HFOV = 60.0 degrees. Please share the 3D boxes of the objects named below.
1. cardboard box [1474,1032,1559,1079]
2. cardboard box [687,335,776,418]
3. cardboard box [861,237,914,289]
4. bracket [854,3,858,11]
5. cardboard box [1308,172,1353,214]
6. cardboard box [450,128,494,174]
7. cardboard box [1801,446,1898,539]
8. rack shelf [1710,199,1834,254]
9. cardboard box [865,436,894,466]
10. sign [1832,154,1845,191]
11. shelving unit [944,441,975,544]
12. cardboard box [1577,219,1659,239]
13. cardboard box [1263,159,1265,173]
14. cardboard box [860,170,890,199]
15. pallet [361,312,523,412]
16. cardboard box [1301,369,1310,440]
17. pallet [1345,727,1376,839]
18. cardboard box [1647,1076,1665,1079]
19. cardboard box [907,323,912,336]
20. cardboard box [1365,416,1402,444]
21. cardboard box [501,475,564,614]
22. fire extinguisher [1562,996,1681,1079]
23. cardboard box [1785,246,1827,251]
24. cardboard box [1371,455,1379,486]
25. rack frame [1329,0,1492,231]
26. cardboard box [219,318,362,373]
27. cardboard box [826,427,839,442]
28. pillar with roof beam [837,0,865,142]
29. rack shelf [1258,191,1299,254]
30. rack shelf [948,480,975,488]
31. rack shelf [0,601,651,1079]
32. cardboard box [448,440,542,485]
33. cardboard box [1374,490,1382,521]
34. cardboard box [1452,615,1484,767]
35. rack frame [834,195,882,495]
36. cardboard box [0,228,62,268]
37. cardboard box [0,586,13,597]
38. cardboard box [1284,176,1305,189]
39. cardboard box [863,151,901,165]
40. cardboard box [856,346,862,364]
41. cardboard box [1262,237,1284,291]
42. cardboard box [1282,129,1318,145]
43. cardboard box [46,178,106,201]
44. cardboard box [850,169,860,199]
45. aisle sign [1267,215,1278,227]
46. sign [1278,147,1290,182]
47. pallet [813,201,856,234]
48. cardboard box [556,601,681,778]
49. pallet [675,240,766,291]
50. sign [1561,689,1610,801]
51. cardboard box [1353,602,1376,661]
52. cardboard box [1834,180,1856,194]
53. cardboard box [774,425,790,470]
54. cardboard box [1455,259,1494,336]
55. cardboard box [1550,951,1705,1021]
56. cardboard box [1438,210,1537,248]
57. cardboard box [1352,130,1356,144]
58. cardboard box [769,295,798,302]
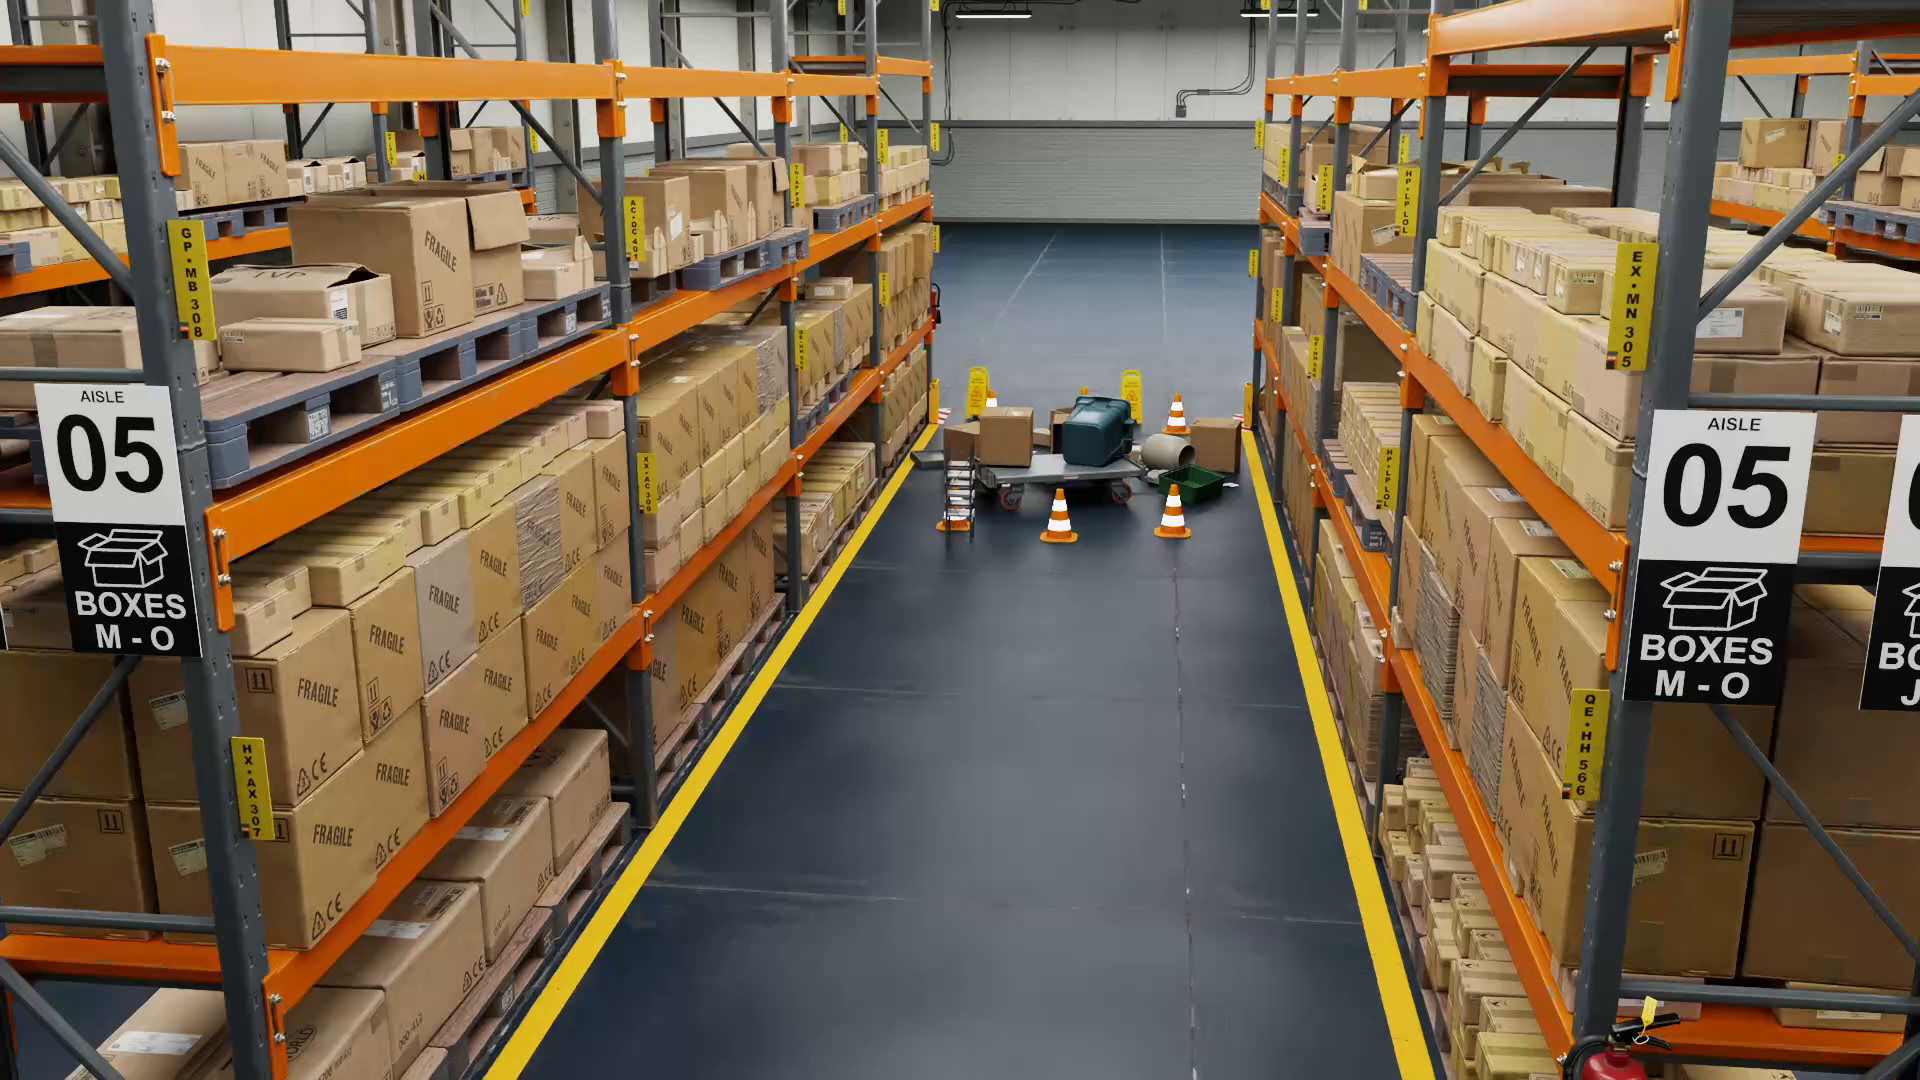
[{"bbox_3d":[2.070,1.906,5.970,0.380,0.149,0.250,1,15,5],"label":"cardboard box"},{"bbox_3d":[-1.601,-1.151,11.653,0.500,0.500,0.500,2,15,7],"label":"cardboard box"},{"bbox_3d":[-0.874,-2.976,17.833,0.700,0.500,0.500,1,15,5],"label":"cardboard box"},{"bbox_3d":[-3.066,-15.257,47.540,0.235,0.232,0.430,2,15,6],"label":"bracket"},{"bbox_3d":[2.997,-2.711,12.959,0.500,0.311,0.500,2,15,6],"label":"cardboard box"},{"bbox_3d":[-5.806,-4.478,19.129,0.700,0.500,0.500,2,15,7],"label":"cardboard box"},{"bbox_3d":[2.579,-0.185,4.729,0.500,0.250,0.500,2,15,8],"label":"cardboard box"},{"bbox_3d":[8.771,-3.260,17.192,1.077,0.370,4.000,2,15,6],"label":"rack shelf"},{"bbox_3d":[-0.967,-0.953,17.491,0.500,0.250,0.500,1,15,4],"label":"cardboard box"},{"bbox_3d":[8.005,-3.352,15.164,0.100,0.325,0.005,2,15,6],"label":"sign"},{"bbox_3d":[-0.001,-0.432,15.125,0.258,0.900,0.210,2,15,6],"label":"shelving unit"},{"bbox_3d":[2.809,-1.260,6.983,0.380,0.149,0.250,2,15,8],"label":"cardboard box"},{"bbox_3d":[3.722,-4.349,19.324,0.380,0.149,0.250,2,15,7],"label":"cardboard box"},{"bbox_3d":[-0.980,-3.558,16.632,0.500,0.250,0.500,1,15,5],"label":"cardboard box"},{"bbox_3d":[-2.447,-0.735,6.647,1.003,0.211,1.213,2,15,6],"label":"pallet"},{"bbox_3d":[3.018,-1.078,13.298,0.500,0.500,0.500,2,15,6],"label":"cardboard box"},{"bbox_3d":[2.812,1.406,9.646,1.003,0.211,1.213,2,15,6],"label":"pallet"},{"bbox_3d":[2.752,2.002,6.186,0.380,0.149,0.250,2,15,8],"label":"cardboard box"},{"bbox_3d":[-0.755,-2.412,18.904,0.380,0.149,0.250,2,15,6],"label":"cardboard box"},{"bbox_3d":[2.785,-0.689,10.589,0.380,0.149,0.250,2,15,8],"label":"cardboard box"},{"bbox_3d":[-2.097,0.006,7.376,0.500,0.500,0.500,2,15,7],"label":"cardboard box"},{"bbox_3d":[1.787,1.568,4.566,0.296,0.674,0.183,2,15,6],"label":"fire extinguisher"},{"bbox_3d":[8.435,-2.699,16.809,0.500,0.500,0.500,2,15,6],"label":"cardboard box"},{"bbox_3d":[2.719,-0.414,10.142,0.380,0.149,0.250,2,15,7],"label":"cardboard box"},{"bbox_3d":[3.177,-3.672,11.589,1.000,3.000,0.127,2,15,6],"label":"rack frame"},{"bbox_3d":[-2.305,-0.673,5.733,0.380,0.149,0.250,2,15,8],"label":"cardboard box"},{"bbox_3d":[-1.502,-1.331,17.453,0.500,0.500,0.500,1,15,5],"label":"cardboard box"},{"bbox_3d":[0.906,-13.511,47.978,9.100,9.000,0.548,2,15,6],"label":"pillar with roof beam"},{"bbox_3d":[3.854,-3.432,17.829,1.077,0.370,4.000,2,15,6],"label":"rack shelf"},{"bbox_3d":[-0.001,-0.487,15.110,0.258,0.077,0.200,2,15,6],"label":"rack shelf"},{"bbox_3d":[-2.430,1.008,7.153,1.077,0.370,4.000,2,15,6],"label":"rack shelf"},{"bbox_3d":[-2.102,-0.351,7.451,0.380,0.149,0.250,2,15,6],"label":"cardboard box"},{"bbox_3d":[2.687,-0.198,9.911,0.380,0.149,0.250,1,15,4],"label":"cardboard box"},{"bbox_3d":[2.246,0.589,6.563,0.500,0.500,0.500,2,15,9],"label":"cardboard box"},{"bbox_3d":[-1.302,-1.933,16.651,1.000,3.000,0.127,2,15,6],"label":"rack frame"},{"bbox_3d":[-6.614,-2.016,11.498,0.500,0.250,0.500,2,15,6],"label":"cardboard box"},{"bbox_3d":[-6.748,0.614,11.215,0.500,0.500,0.500,1,15,5],"label":"cardboard box"},{"bbox_3d":[3.351,-3.495,16.166,0.380,0.149,0.250,2,15,6],"label":"cardboard box"},{"bbox_3d":[-0.849,-4.122,17.954,0.380,0.149,0.250,2,15,7],"label":"cardboard box"},{"bbox_3d":[-1.126,-1.737,15.603,0.380,0.149,0.250,1,15,5],"label":"cardboard box"},{"bbox_3d":[3.830,-3.062,18.473,0.875,0.550,0.550,2,15,6],"label":"cardboard box"},{"bbox_3d":[3.410,-4.011,16.546,0.380,0.149,0.250,2,15,6],"label":"cardboard box"},{"bbox_3d":[-6.565,-2.589,12.285,0.380,0.149,0.250,1,15,4],"label":"cardboard box"},{"bbox_3d":[-1.224,-3.355,15.648,0.500,0.250,0.500,1,15,5],"label":"cardboard box"},{"bbox_3d":[3.789,-4.133,19.806,0.394,0.787,0.004,2,15,6],"label":"aisle sign"},{"bbox_3d":[3.076,-3.565,15.798,0.100,0.325,0.005,2,15,6],"label":"sign"},{"bbox_3d":[-1.591,-2.864,14.708,1.213,0.211,1.003,2,15,6],"label":"pallet"},{"bbox_3d":[-2.214,0.802,9.803,0.875,0.875,0.875,2,15,8],"label":"cardboard box"},{"bbox_3d":[-1.896,-1.793,10.751,1.003,0.211,1.213,2,15,9],"label":"pallet"},{"bbox_3d":[1.725,0.566,4.586,0.100,0.325,0.005,2,15,6],"label":"sign"},{"bbox_3d":[2.629,0.570,9.942,0.500,0.250,0.500,2,15,9],"label":"cardboard box"},{"bbox_3d":[8.295,-3.302,15.490,0.380,0.149,0.250,2,15,8],"label":"cardboard box"},{"bbox_3d":[-1.552,-0.684,12.320,0.500,0.250,0.500,1,15,4],"label":"cardboard box"},{"bbox_3d":[2.301,-0.978,6.704,0.500,0.250,0.500,2,15,7],"label":"cardboard box"},{"bbox_3d":[2.030,1.328,5.075,0.380,0.149,0.250,2,15,6],"label":"cardboard box"},{"bbox_3d":[2.388,-1.410,7.535,0.380,0.149,0.250,1,15,4],"label":"cardboard box"},{"bbox_3d":[4.035,-3.926,16.235,0.380,0.149,0.250,2,15,6],"label":"cardboard box"},{"bbox_3d":[-1.765,-1.956,15.172,0.500,0.500,0.500,2,15,6],"label":"cardboard box"}]
